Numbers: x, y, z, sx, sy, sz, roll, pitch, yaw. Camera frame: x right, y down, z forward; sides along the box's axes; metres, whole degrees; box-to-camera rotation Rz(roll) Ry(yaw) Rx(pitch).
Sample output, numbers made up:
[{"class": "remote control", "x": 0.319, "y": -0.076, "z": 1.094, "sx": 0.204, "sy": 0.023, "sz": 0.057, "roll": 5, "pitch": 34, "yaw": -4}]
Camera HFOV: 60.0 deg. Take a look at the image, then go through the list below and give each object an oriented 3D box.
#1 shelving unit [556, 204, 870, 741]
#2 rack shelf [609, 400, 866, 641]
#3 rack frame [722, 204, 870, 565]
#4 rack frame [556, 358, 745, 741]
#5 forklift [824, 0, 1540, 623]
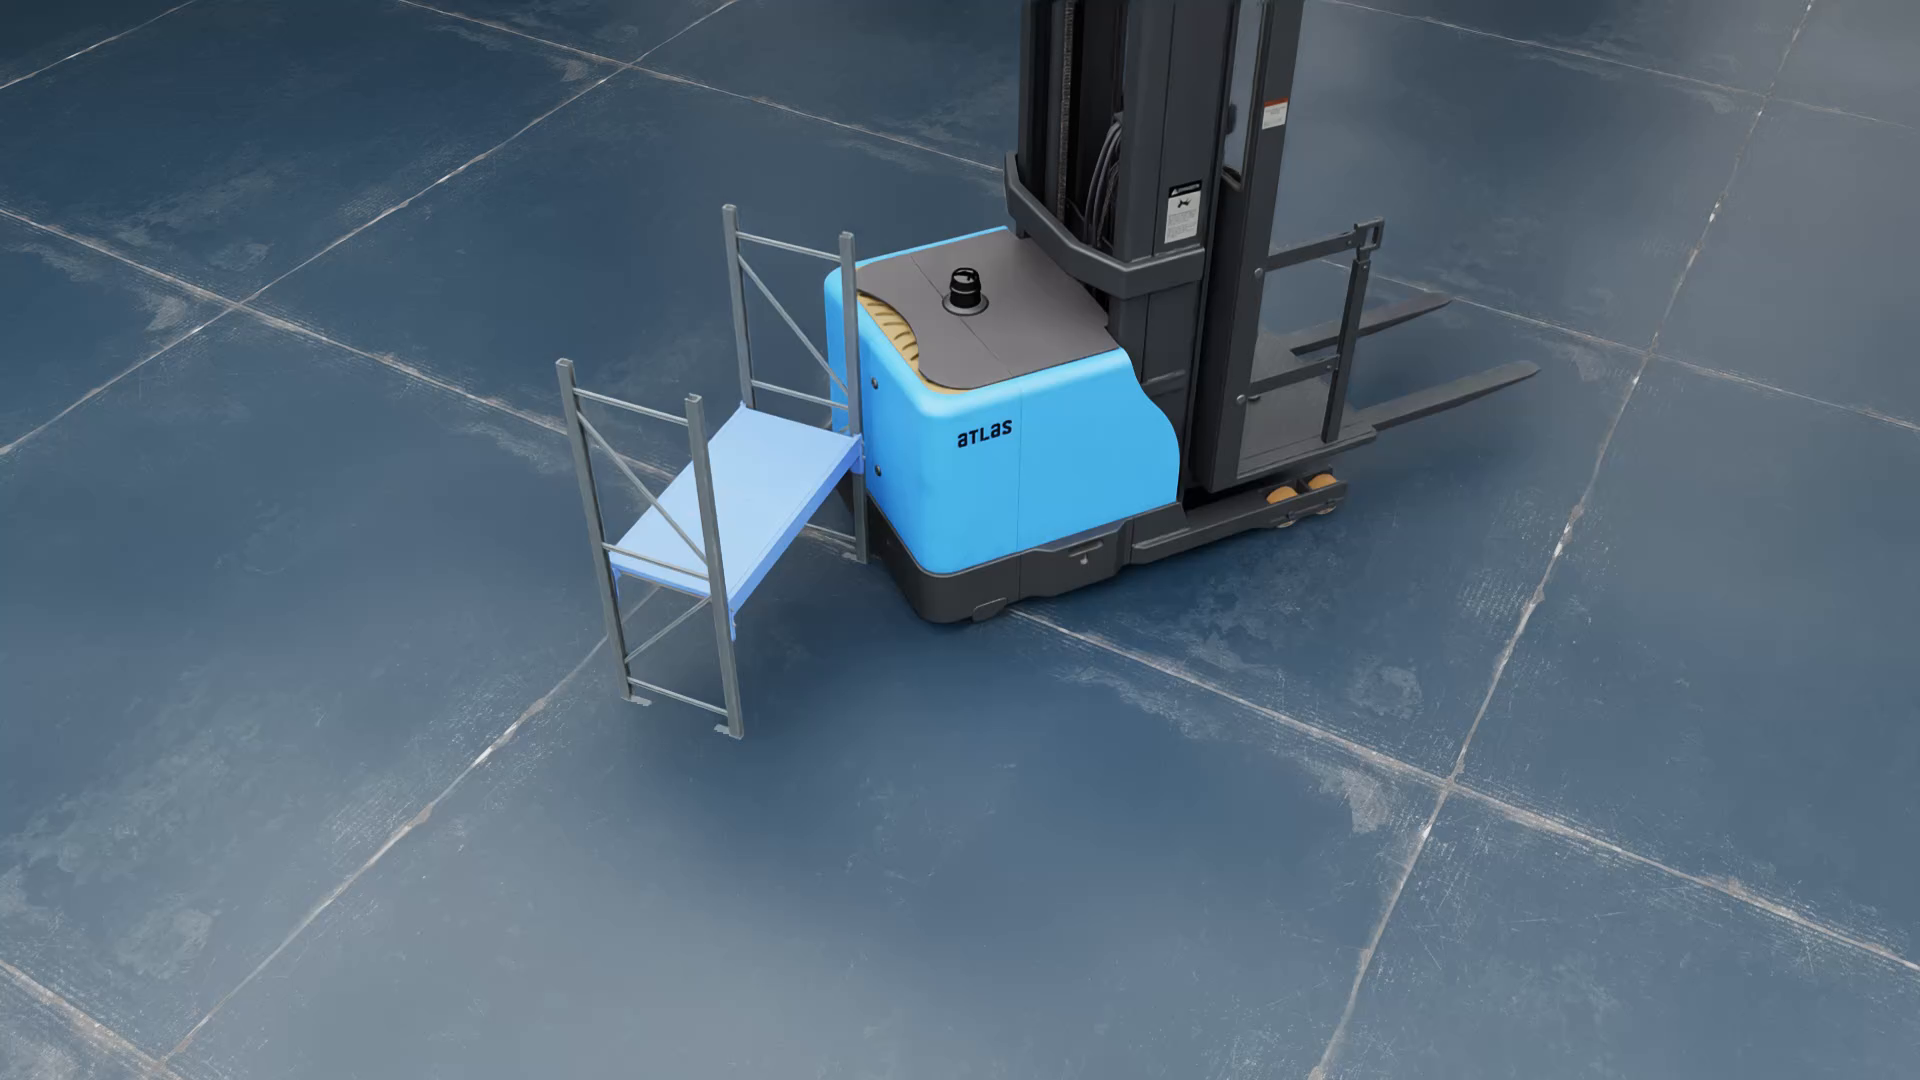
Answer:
[{"class": "shelving unit", "x": -0.801, "y": -0.230, "z": 5.877, "sx": 0.538, "sy": 1.500, "sz": 1.048, "roll": 16, "pitch": 44, "yaw": 18}, {"class": "rack shelf", "x": -0.801, "y": -0.095, "z": 5.995, "sx": 0.538, "sy": 0.185, "sz": 1.000, "roll": 16, "pitch": 44, "yaw": 18}, {"class": "rack frame", "x": -0.595, "y": -0.538, "z": 6.226, "sx": 0.500, "sy": 1.500, "sz": 0.032, "roll": 16, "pitch": 44, "yaw": 18}, {"class": "rack frame", "x": -1.006, "y": 0.077, "z": 5.528, "sx": 0.500, "sy": 1.500, "sz": 0.032, "roll": 16, "pitch": 44, "yaw": 18}, {"class": "forklift", "x": 1.027, "y": -1.450, "z": 6.179, "sx": 3.031, "sy": 2.935, "sz": 1.130, "roll": -17, "pitch": 44, "yaw": -19}]
